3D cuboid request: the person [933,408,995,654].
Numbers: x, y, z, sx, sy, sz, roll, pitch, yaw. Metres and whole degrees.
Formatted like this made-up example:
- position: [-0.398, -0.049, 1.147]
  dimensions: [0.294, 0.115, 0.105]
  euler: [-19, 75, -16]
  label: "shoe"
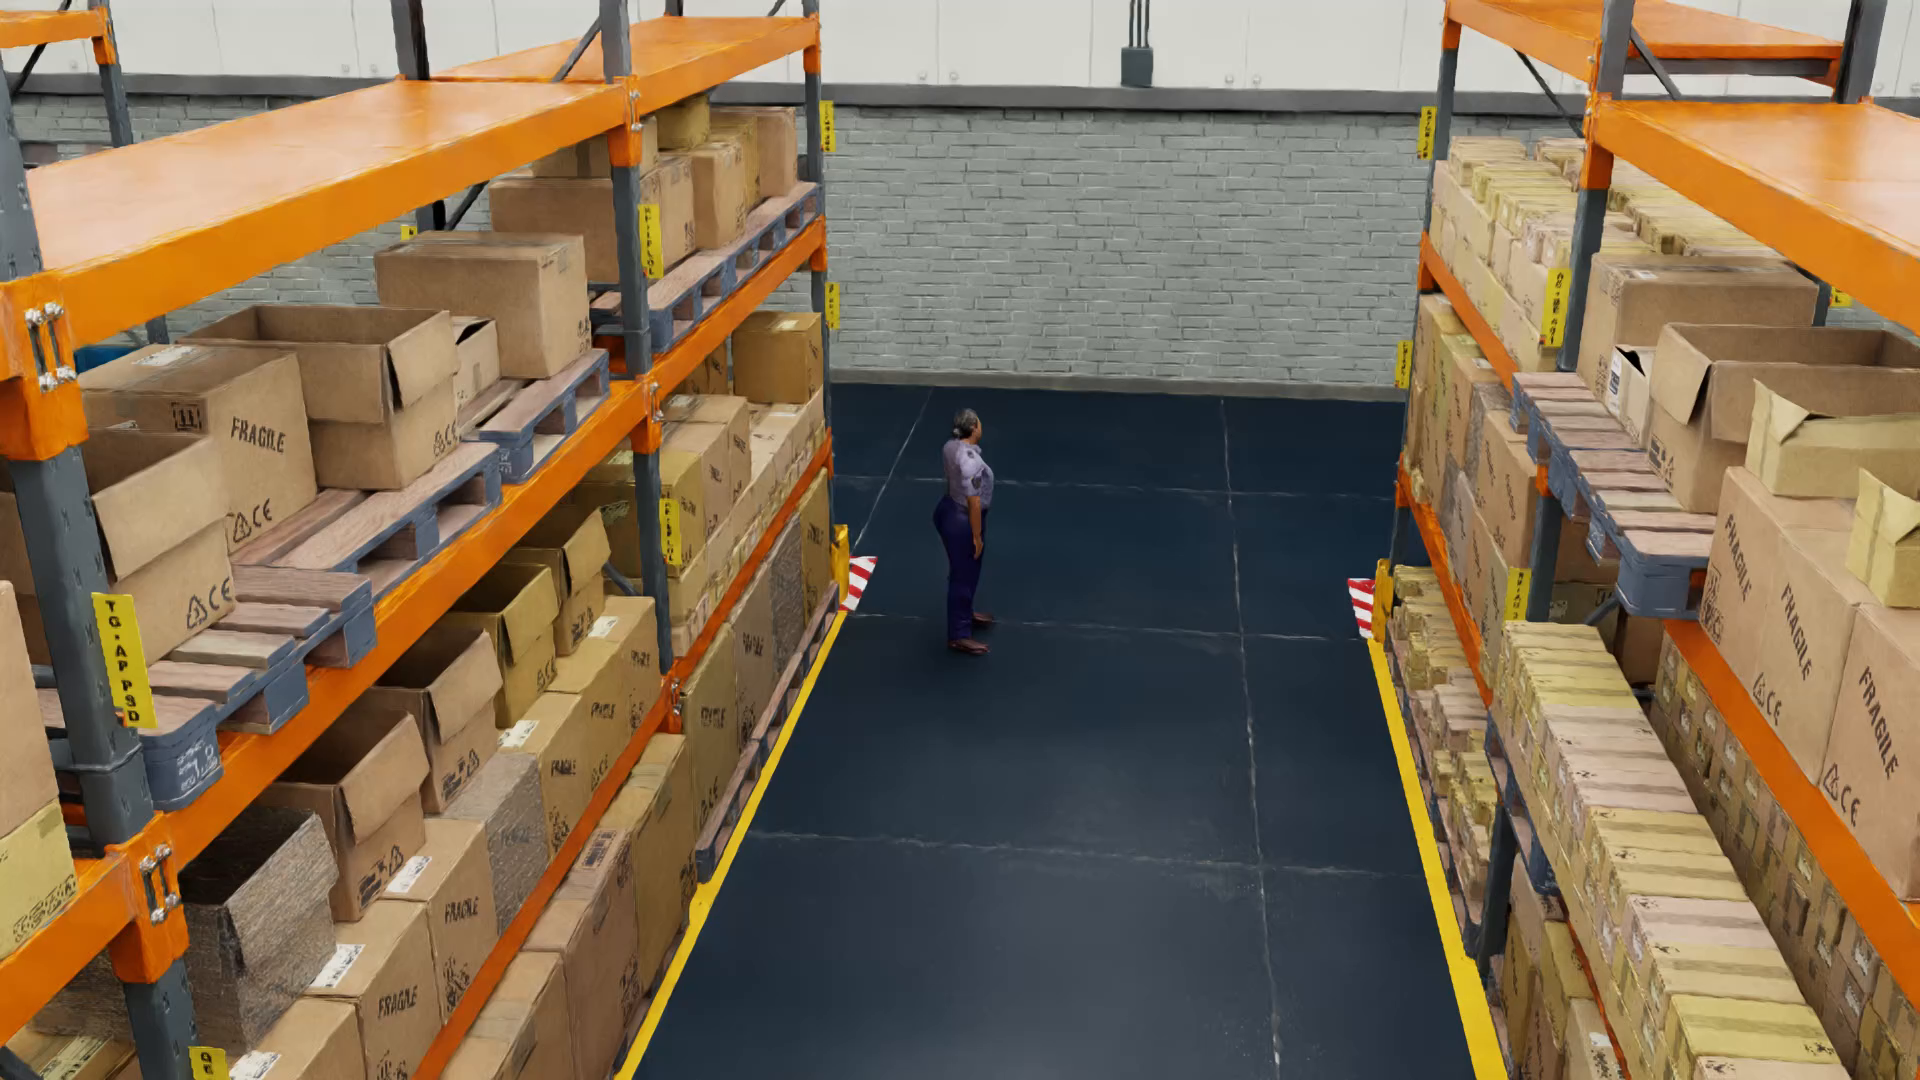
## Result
- position: [0.074, -0.092, 11.282]
  dimensions: [0.451, 1.651, 0.565]
  euler: [-7, 22, -18]
  label: "person"
